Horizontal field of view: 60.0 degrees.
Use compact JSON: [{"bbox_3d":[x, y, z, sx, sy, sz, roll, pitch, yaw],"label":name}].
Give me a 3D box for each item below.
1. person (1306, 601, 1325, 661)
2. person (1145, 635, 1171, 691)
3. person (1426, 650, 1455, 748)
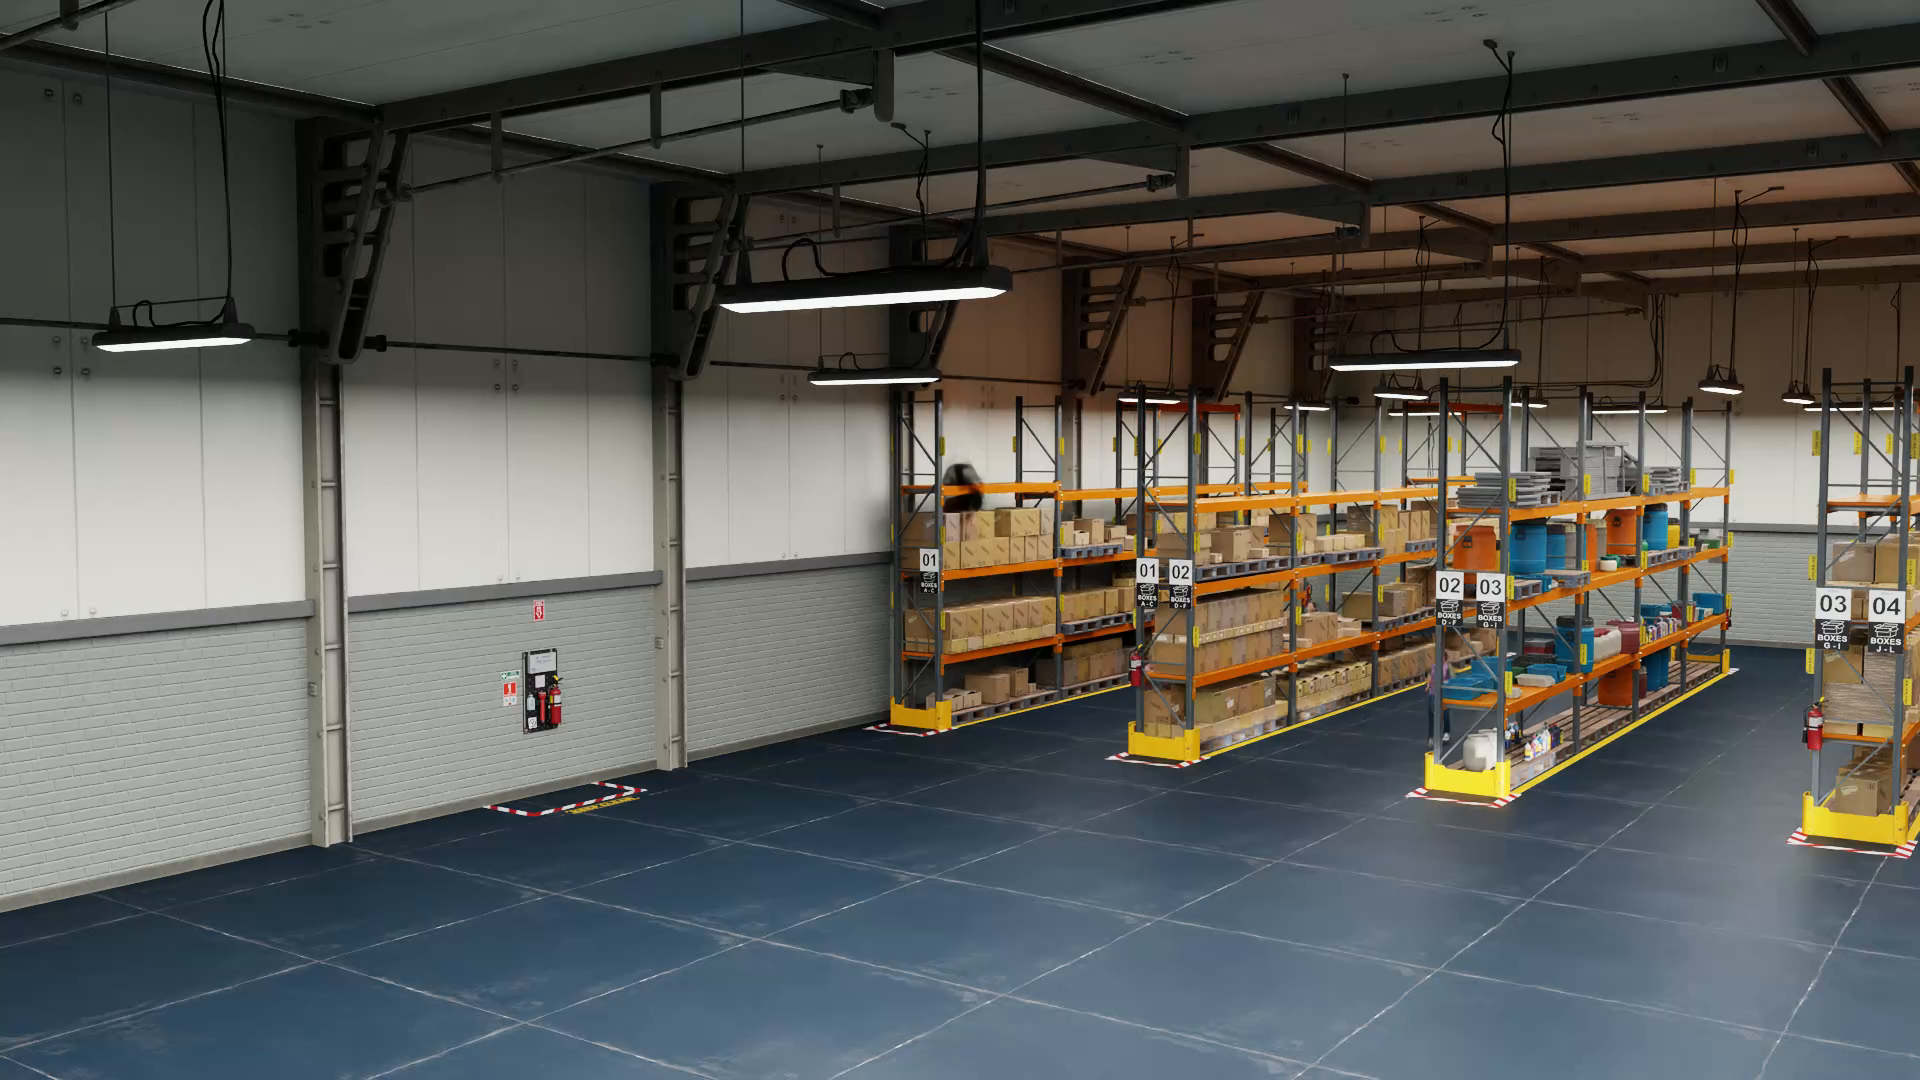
[{"bbox_3d":[7.722,2.153,36.295,0.589,1.647,0.790,3,4,41],"label":"person"},{"bbox_3d":[3.787,2.340,31.575,0.568,1.630,0.940,2,4,26],"label":"person"},{"bbox_3d":[8.029,2.630,27.809,0.510,1.642,0.733,2,4,28],"label":"person"}]
